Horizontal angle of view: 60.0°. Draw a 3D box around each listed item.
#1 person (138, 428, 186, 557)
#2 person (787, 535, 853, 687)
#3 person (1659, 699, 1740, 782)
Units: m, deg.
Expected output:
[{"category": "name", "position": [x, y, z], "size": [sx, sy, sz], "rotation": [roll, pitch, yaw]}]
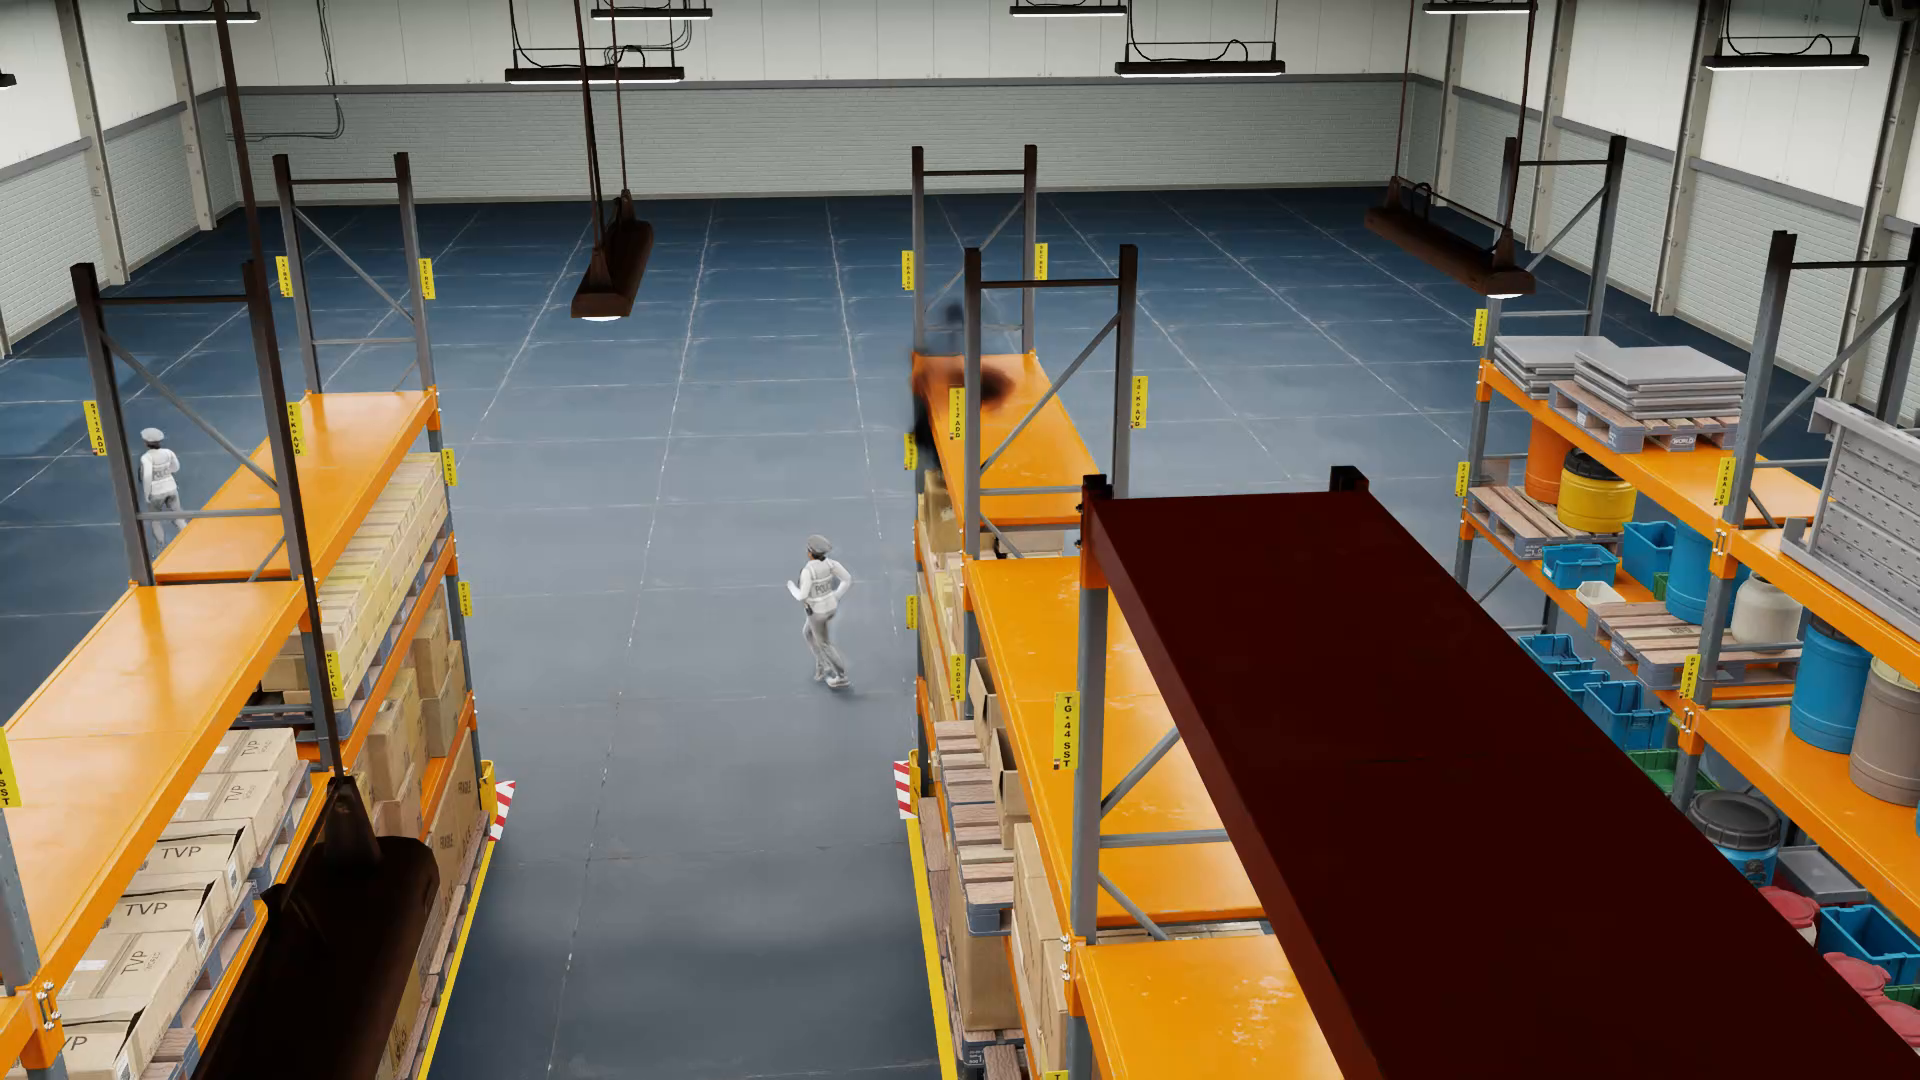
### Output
[{"category": "person", "position": [-9.902, -0.539, 20.683], "size": [0.771, 1.748, 0.612], "rotation": [16, 27, 34]}, {"category": "person", "position": [-1.489, 0.775, 17.437], "size": [0.689, 1.740, 0.579], "rotation": [13, 25, 29]}, {"category": "person", "position": [6.677, 1.646, 15.148], "size": [0.732, 1.720, 0.568], "rotation": [-1, 22, -1]}]
